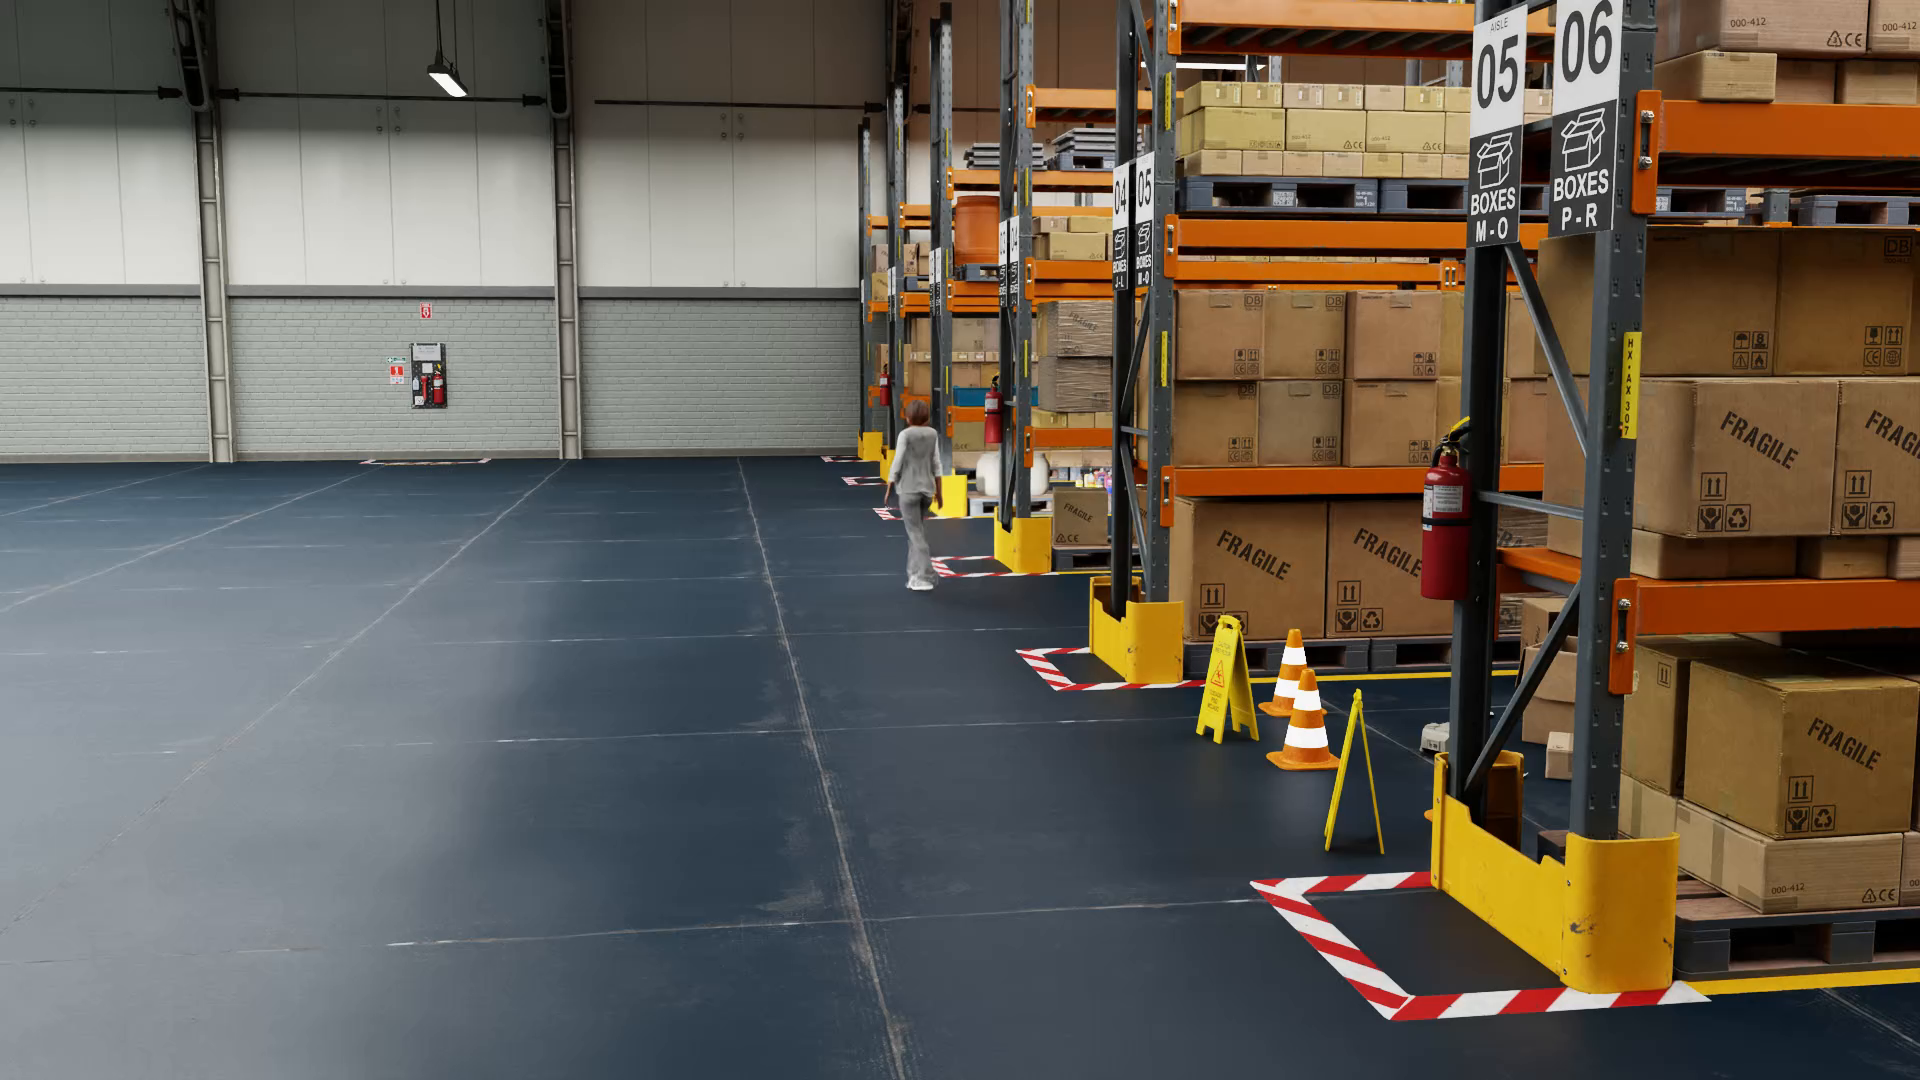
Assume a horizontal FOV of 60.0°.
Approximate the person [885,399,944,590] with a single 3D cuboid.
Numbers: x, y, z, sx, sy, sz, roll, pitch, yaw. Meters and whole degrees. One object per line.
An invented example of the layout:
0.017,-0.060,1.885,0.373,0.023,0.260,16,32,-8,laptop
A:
-0.379,-0.348,13.825,0.454,1.650,0.548,-5,8,-37,person
